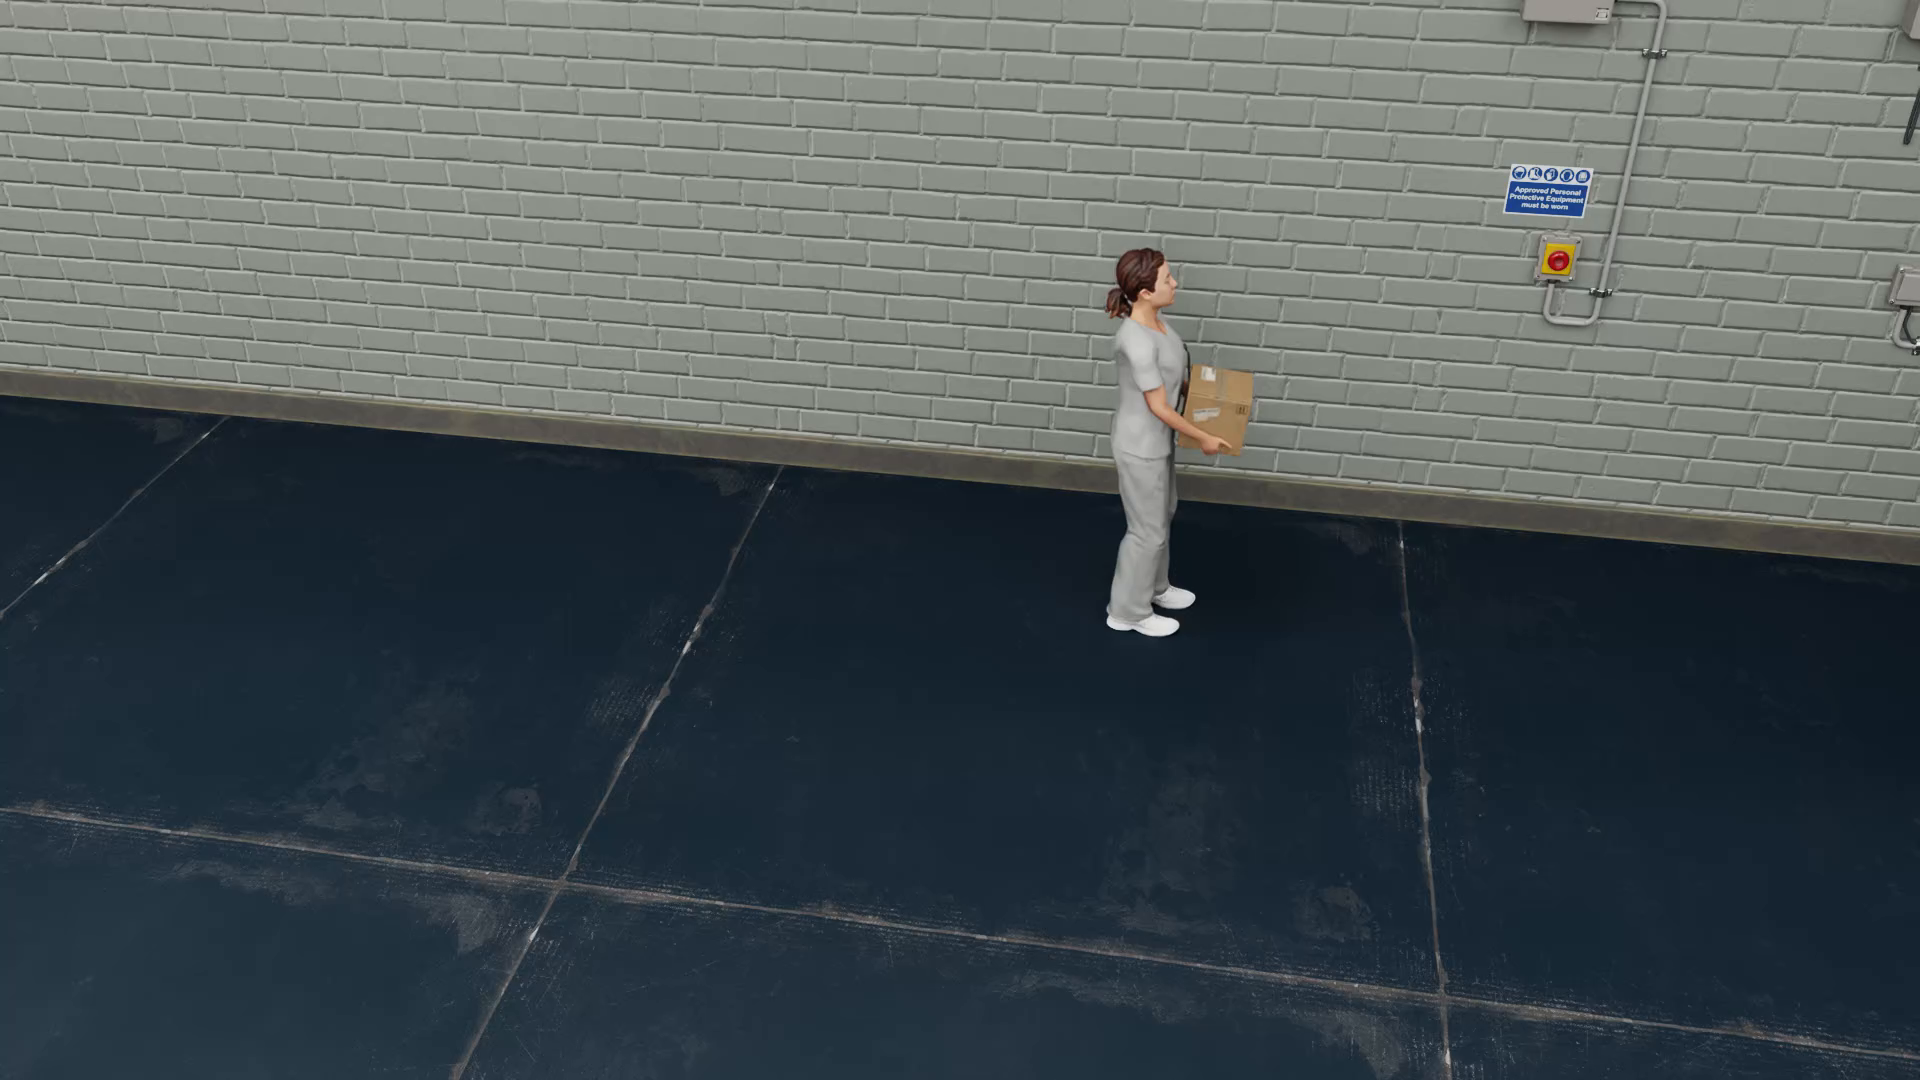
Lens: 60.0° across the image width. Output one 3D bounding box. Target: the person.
[{"bbox_3d":[0.827,-0.388,6.753,0.548,1.667,0.447,5,33,8],"label":"person"}]
